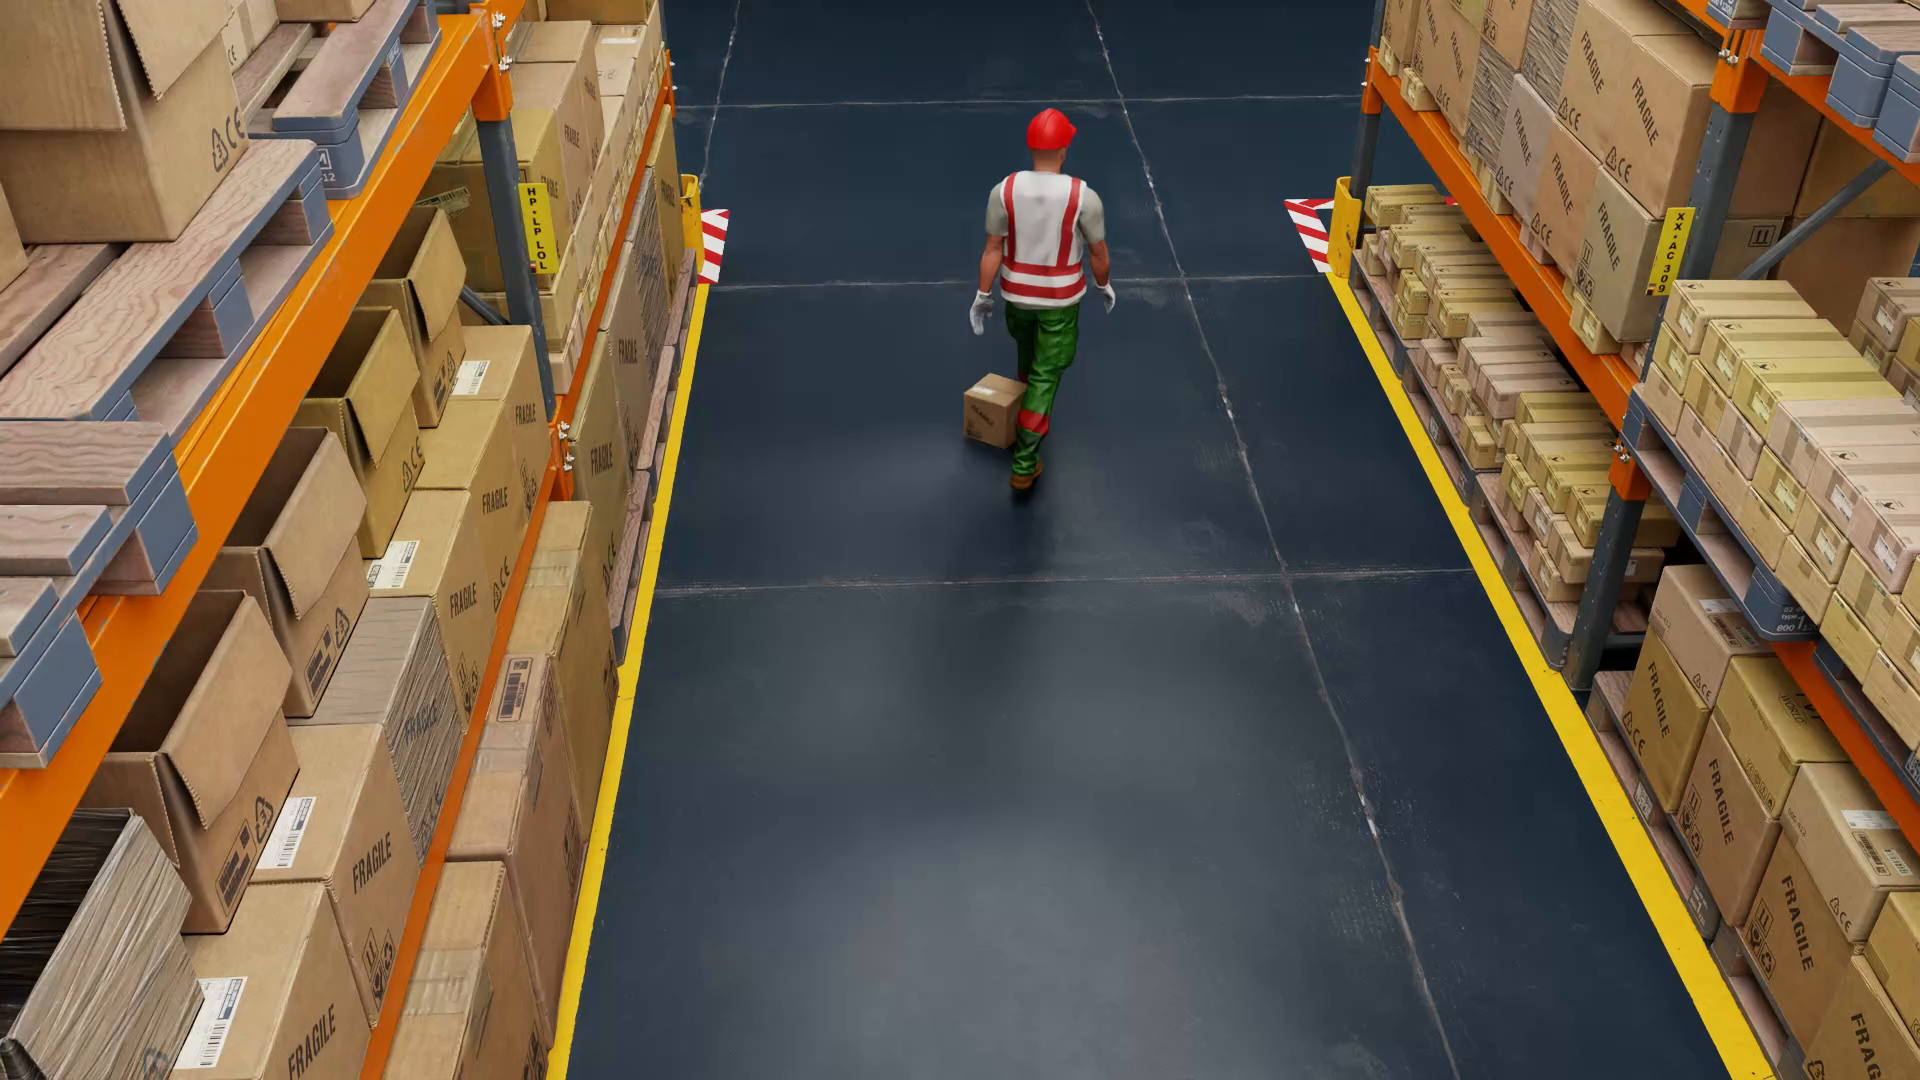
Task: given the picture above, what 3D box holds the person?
[{"bbox_3d":[0.415,-1.198,7.848,0.609,1.733,1.076,12,37,16],"label":"person"}]
